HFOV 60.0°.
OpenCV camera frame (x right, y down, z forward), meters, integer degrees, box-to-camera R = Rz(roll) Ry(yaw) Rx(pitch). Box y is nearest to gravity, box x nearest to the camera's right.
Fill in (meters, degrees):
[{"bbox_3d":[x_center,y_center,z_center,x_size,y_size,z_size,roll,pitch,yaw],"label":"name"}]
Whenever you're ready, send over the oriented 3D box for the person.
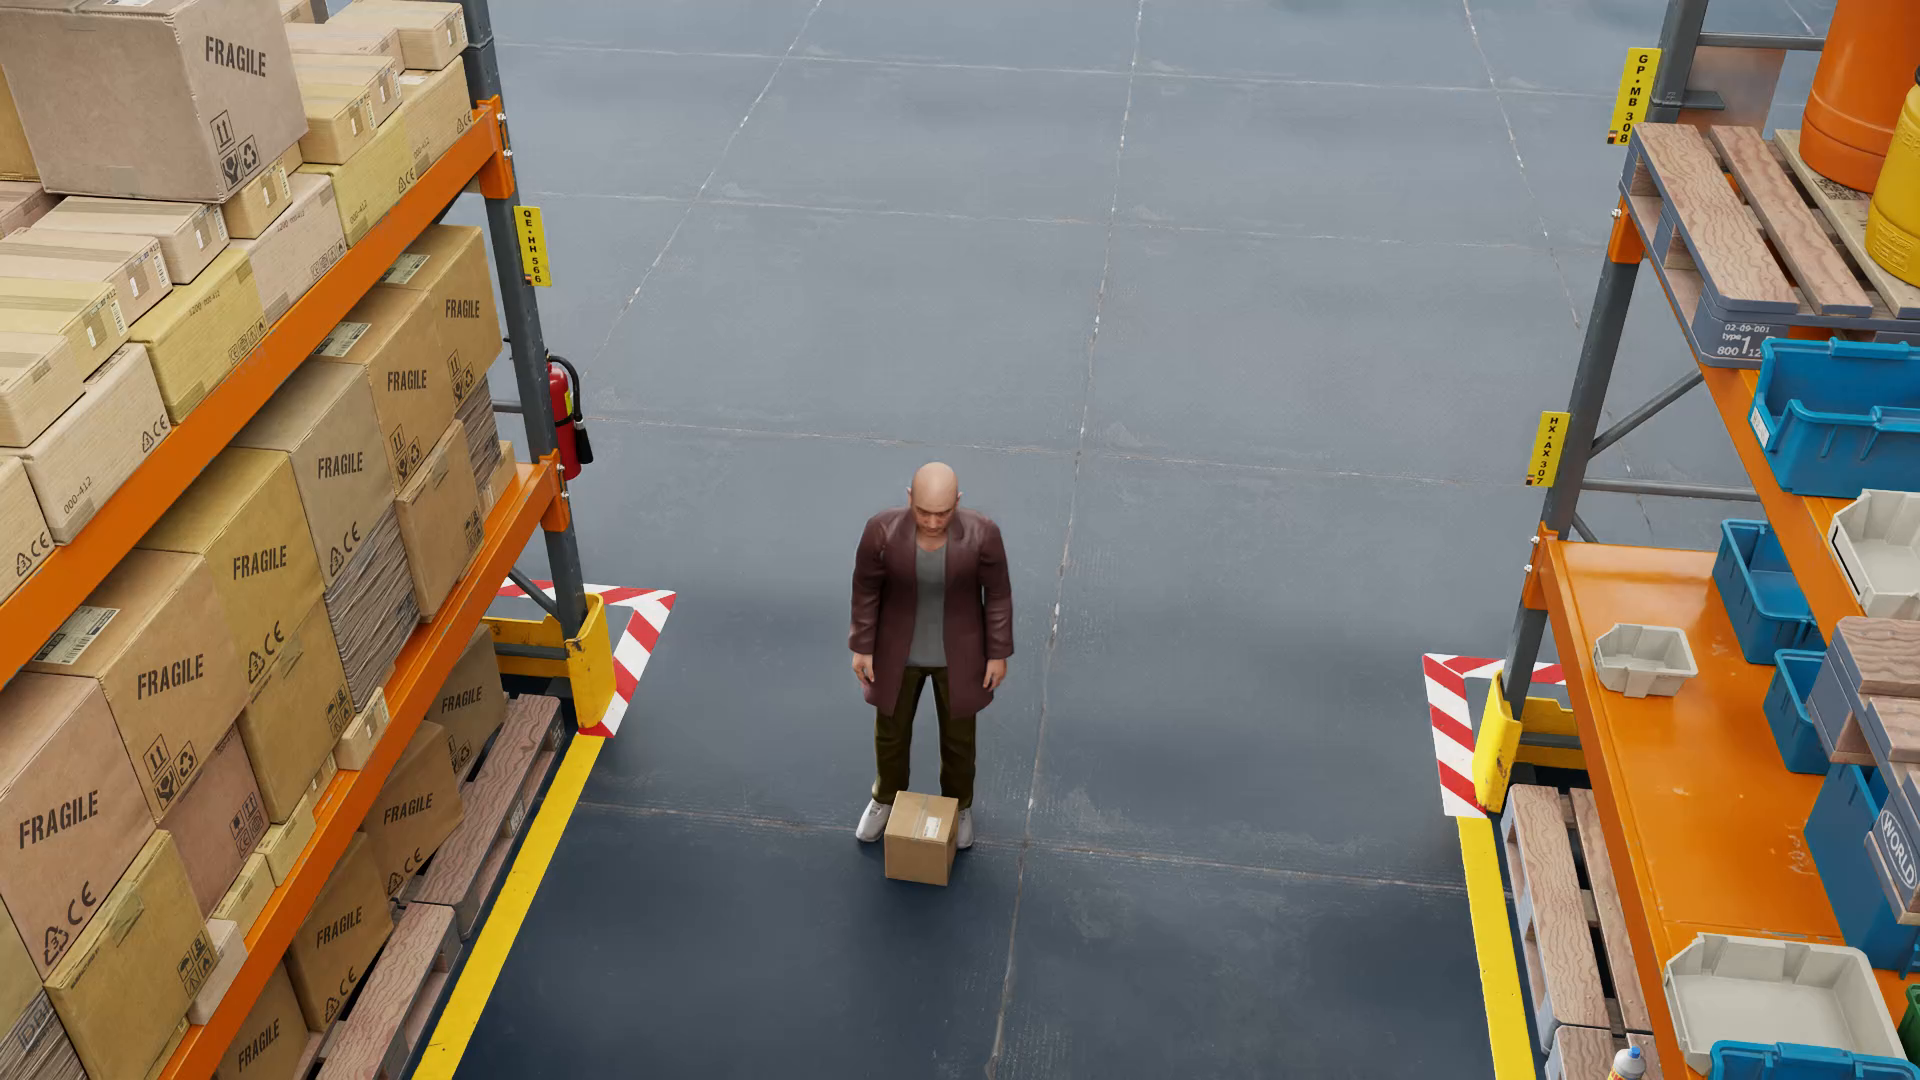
[{"bbox_3d":[-0.113,0.435,6.450,0.647,1.772,0.429,2,36,3],"label":"person"}]
